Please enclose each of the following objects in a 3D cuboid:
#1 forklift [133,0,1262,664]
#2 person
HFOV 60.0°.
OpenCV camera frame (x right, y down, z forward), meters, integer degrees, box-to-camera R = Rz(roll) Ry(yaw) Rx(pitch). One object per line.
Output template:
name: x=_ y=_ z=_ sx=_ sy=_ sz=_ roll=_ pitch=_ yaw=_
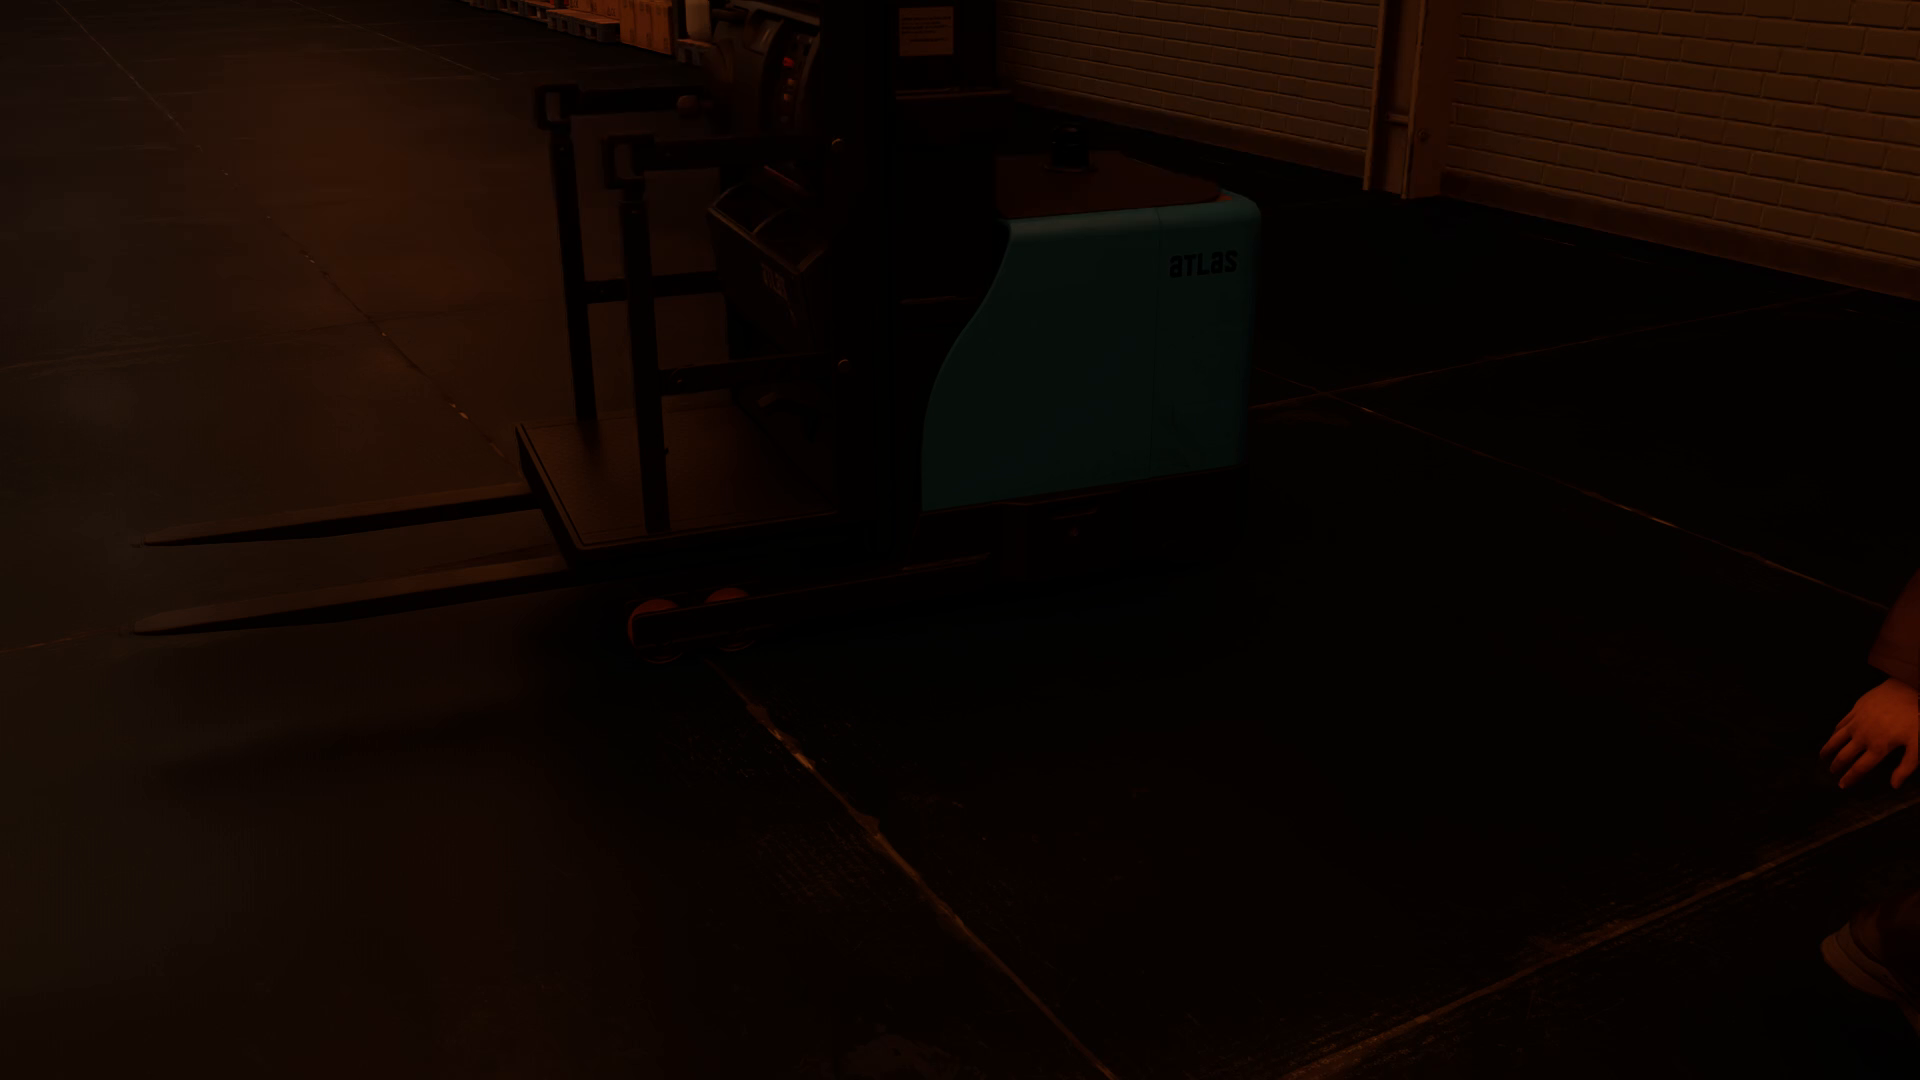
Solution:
forklift: x=-0.713 y=-1.259 z=4.342 sx=3.031 sy=2.935 sz=1.130 roll=-9 pitch=24 yaw=-20
person: x=1.701 y=0.192 z=2.364 sx=0.948 sy=1.761 sz=0.781 roll=-16 pitch=27 yaw=-34
